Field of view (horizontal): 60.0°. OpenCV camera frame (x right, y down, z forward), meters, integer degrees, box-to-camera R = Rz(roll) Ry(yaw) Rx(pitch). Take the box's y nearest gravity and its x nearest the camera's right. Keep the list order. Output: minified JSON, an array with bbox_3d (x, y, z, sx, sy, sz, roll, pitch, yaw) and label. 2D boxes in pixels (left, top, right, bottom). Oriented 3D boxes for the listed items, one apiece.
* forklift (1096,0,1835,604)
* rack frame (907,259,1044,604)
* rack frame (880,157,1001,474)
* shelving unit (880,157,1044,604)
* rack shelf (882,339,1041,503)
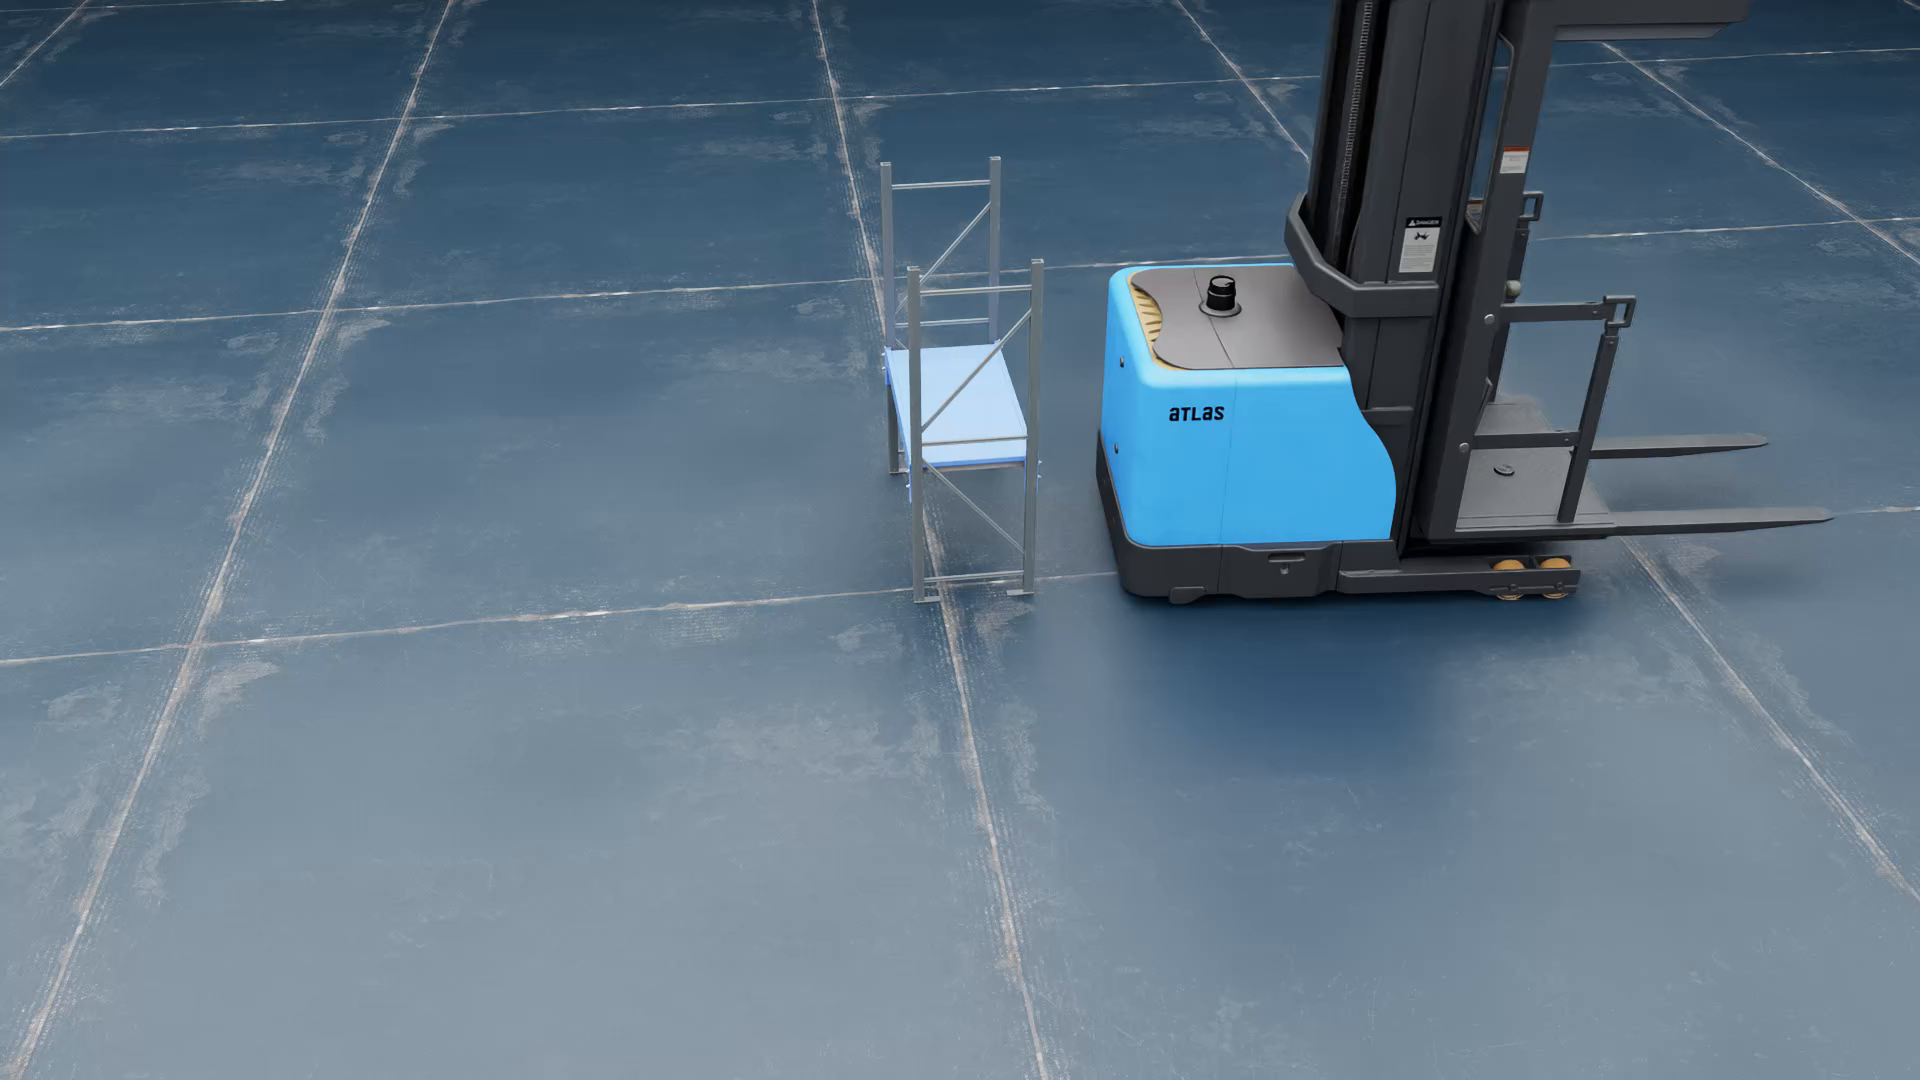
[{"bbox_3d":[2.154,-1.260,6.496,3.031,2.935,1.130,-2,34,-3],"label":"forklift"},{"bbox_3d":[0.057,-0.384,6.481,0.500,1.500,0.032,-4,35,-6],"label":"rack frame"},{"bbox_3d":[-0.080,-0.951,7.314,0.500,1.500,0.032,-4,35,-6],"label":"rack frame"},{"bbox_3d":[-0.011,-0.667,6.897,0.538,1.500,1.048,-4,35,-6],"label":"shelving unit"},{"bbox_3d":[-0.011,-0.519,6.999,0.538,0.185,1.000,-4,35,-6],"label":"rack shelf"}]
